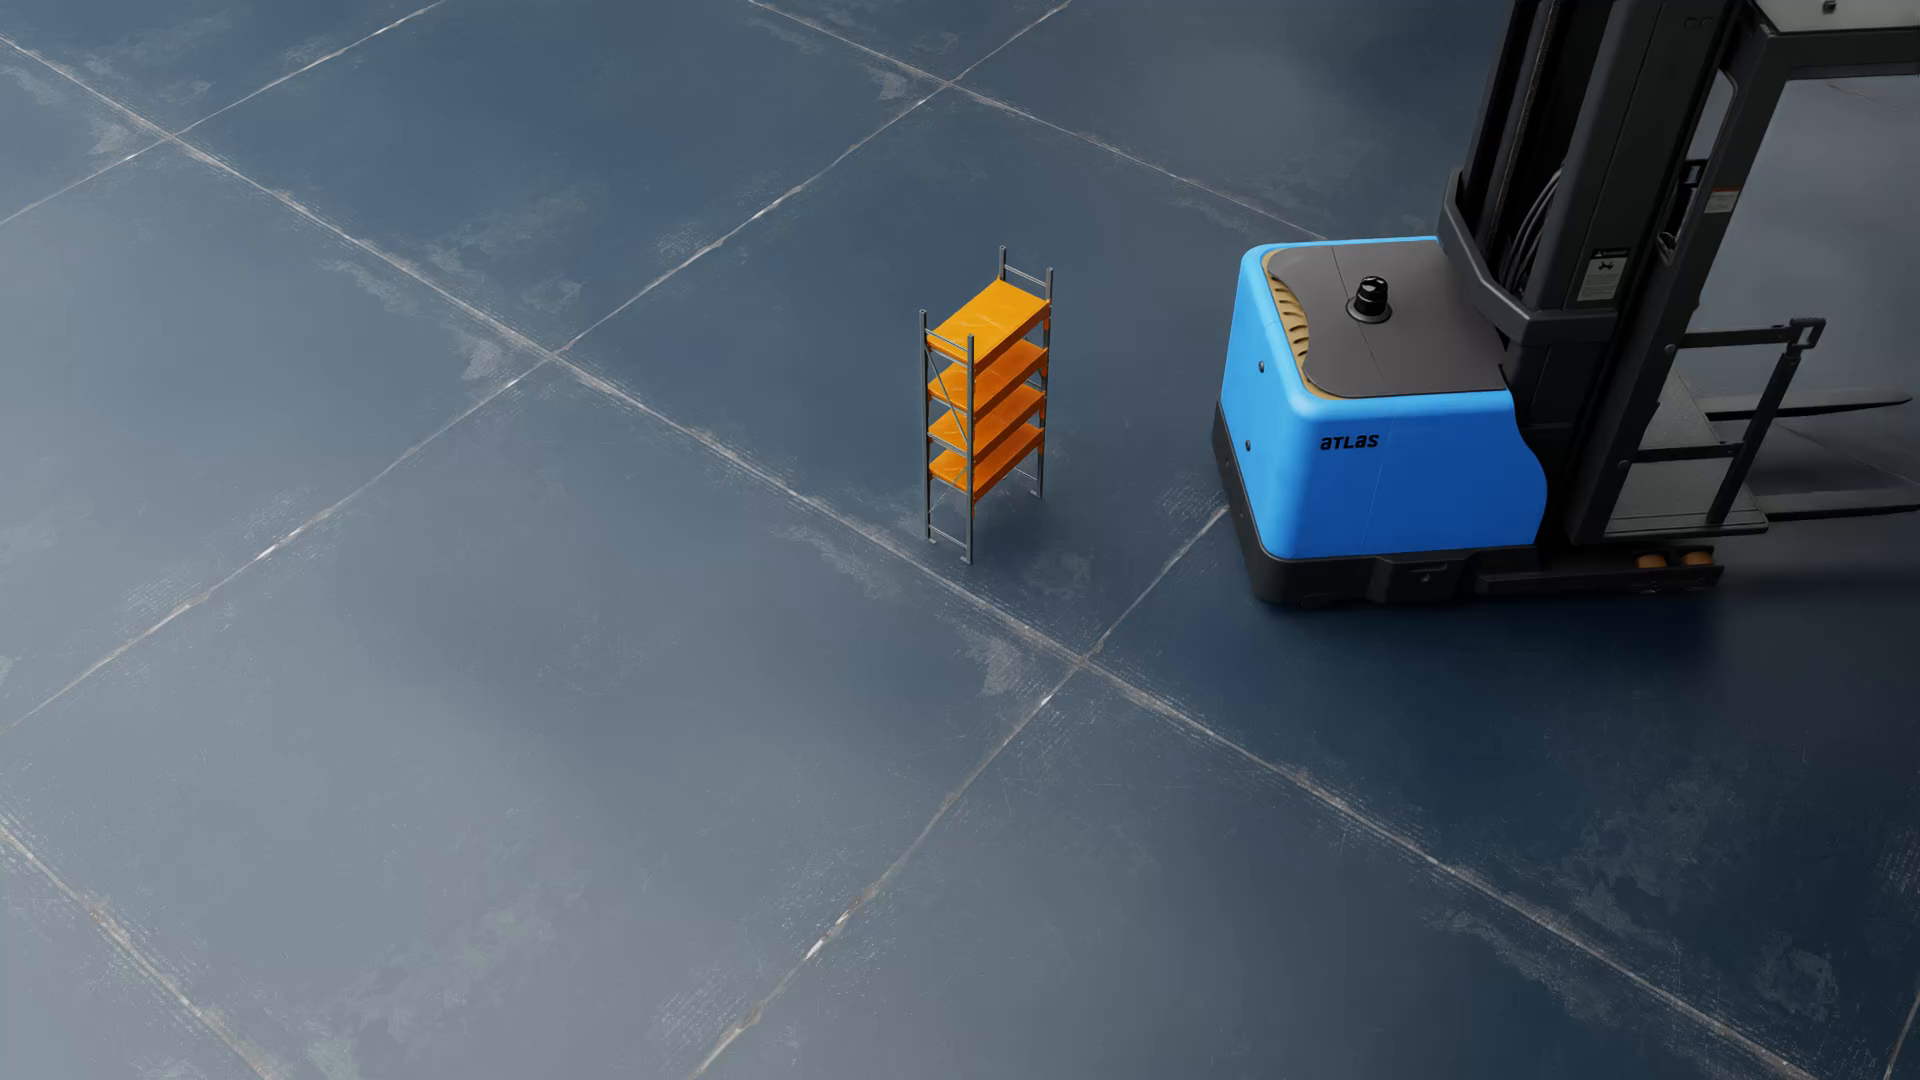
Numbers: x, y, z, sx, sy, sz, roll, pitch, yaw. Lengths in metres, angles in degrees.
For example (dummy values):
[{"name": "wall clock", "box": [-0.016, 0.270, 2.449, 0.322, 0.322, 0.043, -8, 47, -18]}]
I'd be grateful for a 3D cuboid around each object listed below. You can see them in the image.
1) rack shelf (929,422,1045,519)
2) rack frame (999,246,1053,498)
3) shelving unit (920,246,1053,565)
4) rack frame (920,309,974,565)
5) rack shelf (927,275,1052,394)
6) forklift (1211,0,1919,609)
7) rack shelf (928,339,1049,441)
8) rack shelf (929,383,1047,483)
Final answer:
[{"name": "rack shelf", "box": [0.101, -0.326, 6.764, 0.258, 0.148, 0.480, 29, 53, 25]}, {"name": "rack frame", "box": [0.250, -0.649, 6.705, 0.240, 1.200, 0.015, 29, 53, 25]}, {"name": "shelving unit", "box": [0.101, -0.509, 6.571, 0.258, 1.200, 0.503, 29, 53, 25]}, {"name": "rack frame", "box": [-0.048, -0.370, 6.438, 0.240, 1.200, 0.015, 29, 53, 25]}, {"name": "rack shelf", "box": [0.101, -0.781, 6.287, 0.258, 0.148, 0.480, 29, 53, 25]}, {"name": "forklift", "box": [2.637, -1.177, 6.012, 3.031, 2.935, 1.130, -4, 46, -3]}, {"name": "rack shelf", "box": [0.101, -0.617, 6.458, 0.258, 0.148, 0.480, 29, 53, 25]}, {"name": "rack shelf", "box": [0.101, -0.463, 6.620, 0.258, 0.148, 0.480, 29, 53, 25]}]
